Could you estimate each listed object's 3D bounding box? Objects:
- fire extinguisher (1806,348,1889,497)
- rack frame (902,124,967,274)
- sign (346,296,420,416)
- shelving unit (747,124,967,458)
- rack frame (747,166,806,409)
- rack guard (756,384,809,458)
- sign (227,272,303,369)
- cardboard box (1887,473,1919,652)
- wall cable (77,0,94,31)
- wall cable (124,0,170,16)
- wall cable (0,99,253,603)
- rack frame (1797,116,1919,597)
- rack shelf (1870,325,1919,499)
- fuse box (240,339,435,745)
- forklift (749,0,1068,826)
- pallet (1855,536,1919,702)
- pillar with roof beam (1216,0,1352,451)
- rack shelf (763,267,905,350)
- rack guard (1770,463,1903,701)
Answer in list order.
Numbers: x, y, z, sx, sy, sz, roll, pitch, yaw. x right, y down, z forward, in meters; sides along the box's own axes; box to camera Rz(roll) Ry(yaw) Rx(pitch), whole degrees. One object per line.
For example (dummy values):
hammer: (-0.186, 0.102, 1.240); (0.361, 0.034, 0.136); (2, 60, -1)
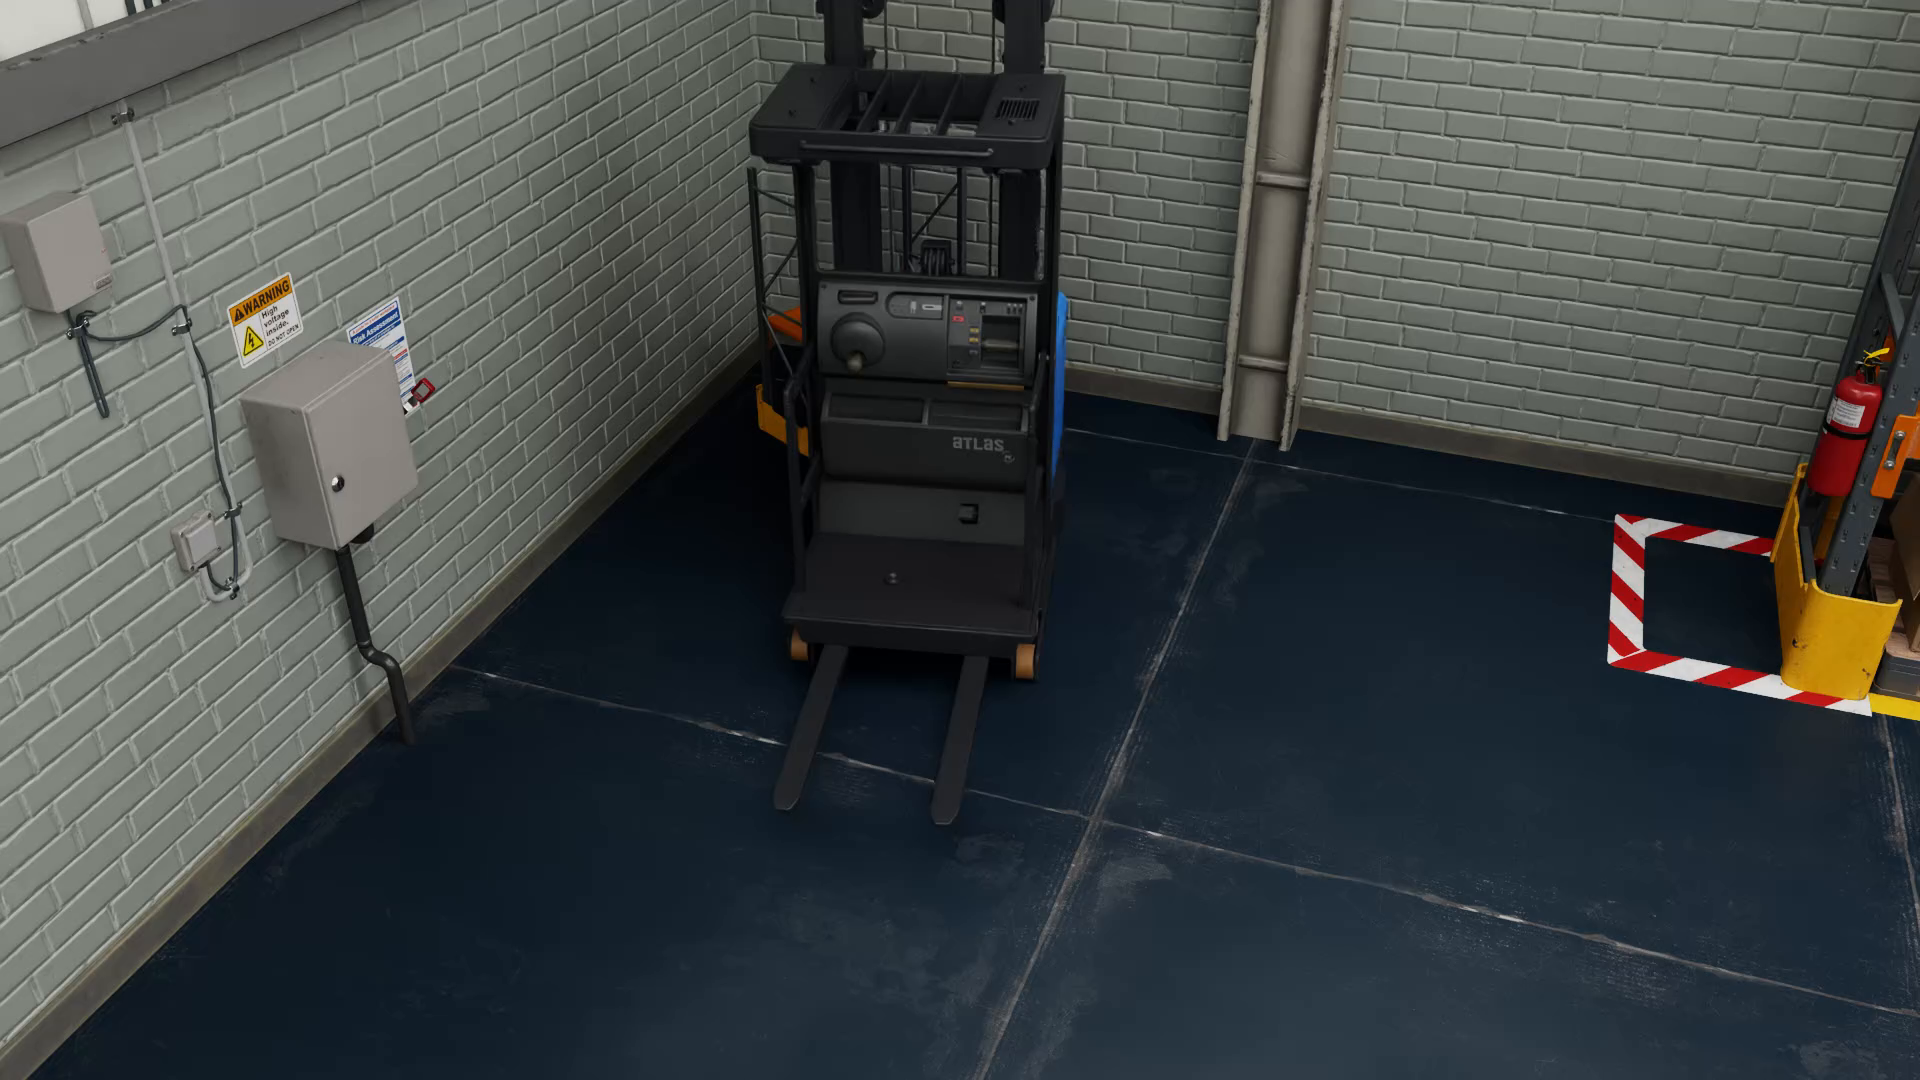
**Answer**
fire extinguisher: (3.581, -0.502, 6.677); (0.183, 0.674, 0.296); (11, 34, 16)
rack frame: (-0.141, -1.522, 9.225); (0.032, 1.500, 0.500); (-26, 41, -34)
sign: (-2.294, -0.681, 6.627); (0.001, 0.494, 0.329); (11, 34, 16)
shelving unit: (-0.527, -1.335, 8.935); (1.083, 1.500, 0.587); (-26, 41, -34)
rack frame: (-0.900, -1.155, 8.656); (0.032, 1.500, 0.500); (-26, 41, -34)
rack guard: (-0.899, -0.630, 8.996); (0.087, 0.250, 0.587); (-26, 41, -34)
sign: (-2.479, -0.787, 5.943); (0.001, 0.242, 0.339); (11, 34, 16)
cardboard box: (4.419, 0.133, 7.194); (0.637, 0.503, 0.797); (10, 34, 15)
wall cable: (-2.989, -2.166, 3.308); (0.029, 3.000, 2.355); (11, 34, 16)
wall cable: (-2.014, -3.597, 5.491); (0.133, 3.039, 2.988); (11, 34, 16)
wall cable: (-2.644, -0.538, 5.381); (0.122, 1.984, 0.588); (11, 34, 16)
rack frame: (3.875, -0.900, 6.879); (0.127, 3.000, 1.000); (11, 34, 16)
rack shelf: (5.758, -0.232, 6.507); (4.000, 0.370, 1.077); (11, 34, 16)
fuse box: (-2.266, 0.111, 6.501); (0.414, 1.711, 0.539); (11, 34, 16)
forklift: (-0.166, -0.821, 6.819); (1.130, 2.935, 3.031); (4, 33, 6)
pallet: (4.698, 0.431, 7.388); (1.213, 0.211, 1.003); (11, 34, 16)
pillar with roof beam: (0.189, -2.176, 3.324); (0.400, 9.000, 9.100); (11, 34, 16)
rack shelf: (-0.520, -1.187, 9.038); (1.000, 0.185, 0.538); (-26, 41, -34)
rack guard: (3.947, 0.164, 7.535); (0.348, 0.500, 1.175); (11, 34, 16)
